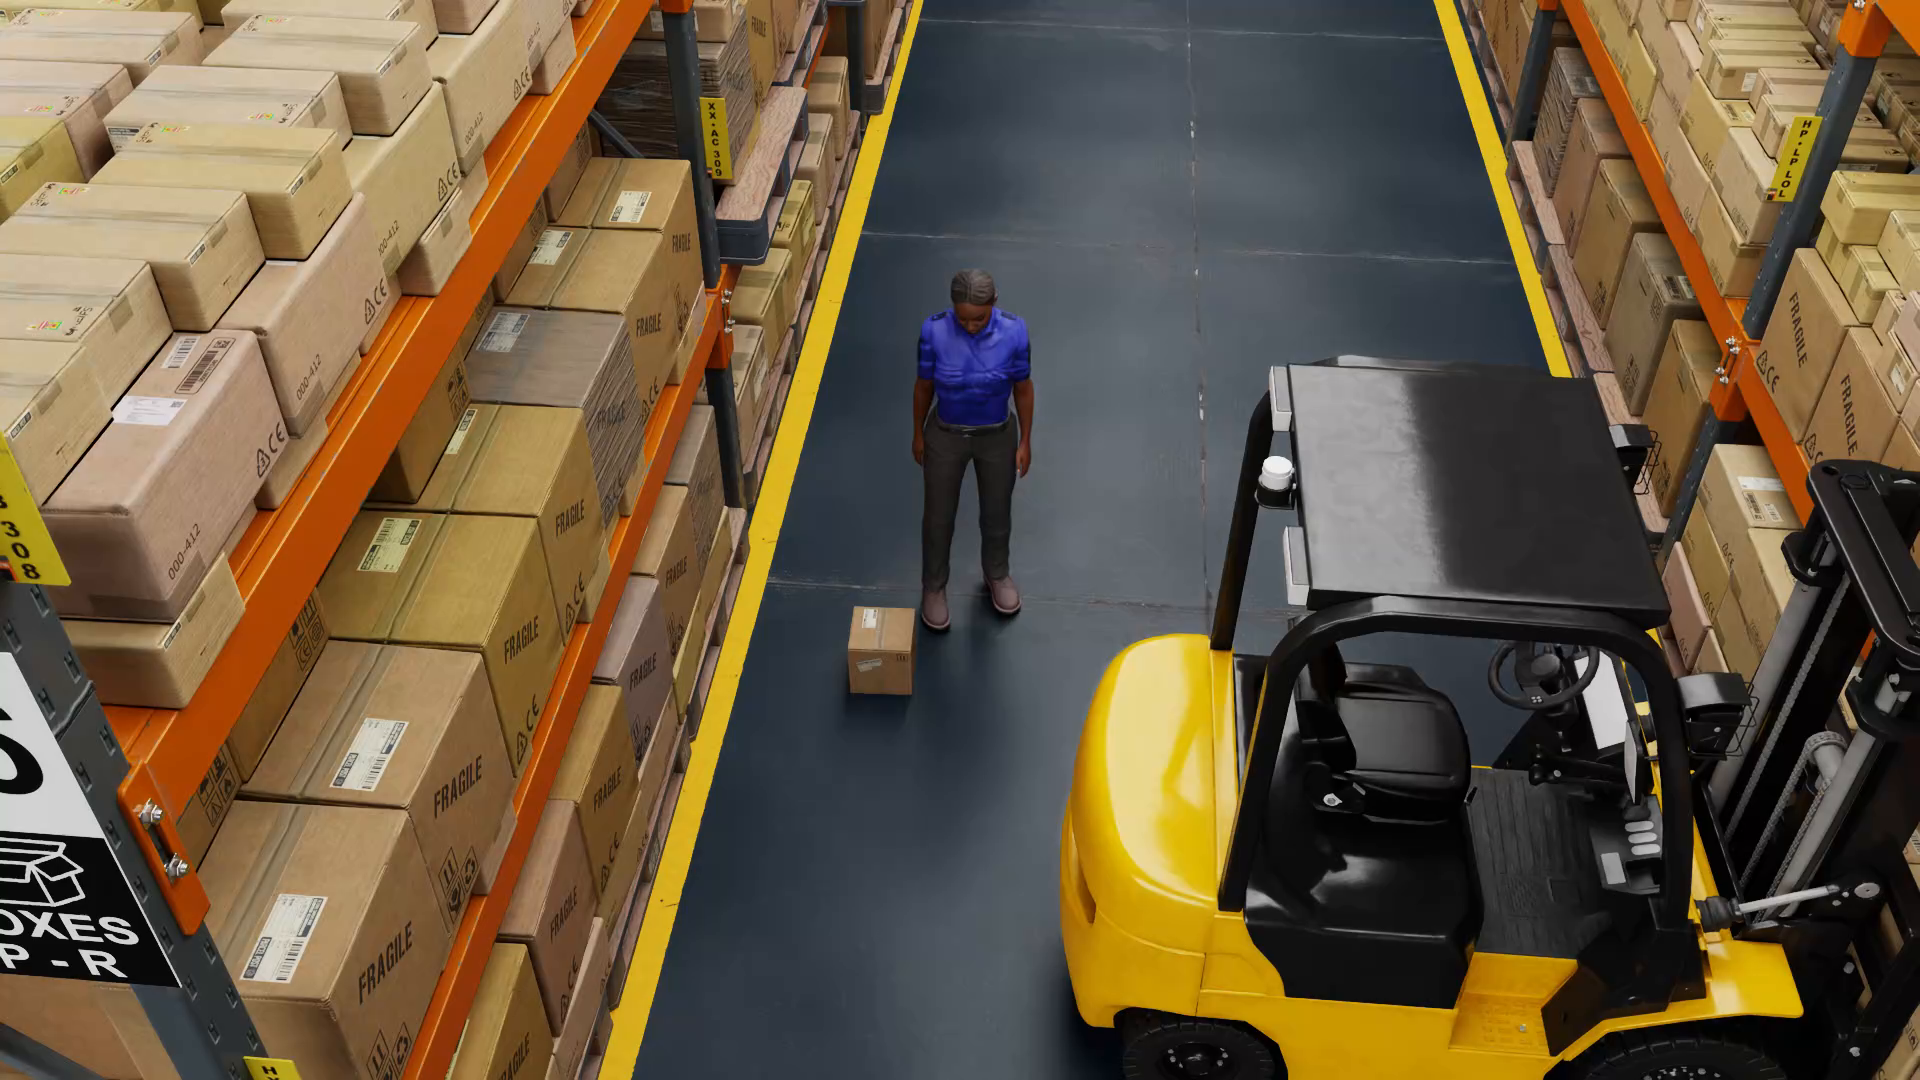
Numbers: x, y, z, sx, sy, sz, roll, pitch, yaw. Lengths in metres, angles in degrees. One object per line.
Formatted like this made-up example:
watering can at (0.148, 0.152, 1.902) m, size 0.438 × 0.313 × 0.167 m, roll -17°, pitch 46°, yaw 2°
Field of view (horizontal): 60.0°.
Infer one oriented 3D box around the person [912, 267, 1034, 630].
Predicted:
person at (0.051, -0.369, 6.574) m, size 0.481 × 1.646 × 0.382 m, roll -1°, pitch 40°, yaw -2°
